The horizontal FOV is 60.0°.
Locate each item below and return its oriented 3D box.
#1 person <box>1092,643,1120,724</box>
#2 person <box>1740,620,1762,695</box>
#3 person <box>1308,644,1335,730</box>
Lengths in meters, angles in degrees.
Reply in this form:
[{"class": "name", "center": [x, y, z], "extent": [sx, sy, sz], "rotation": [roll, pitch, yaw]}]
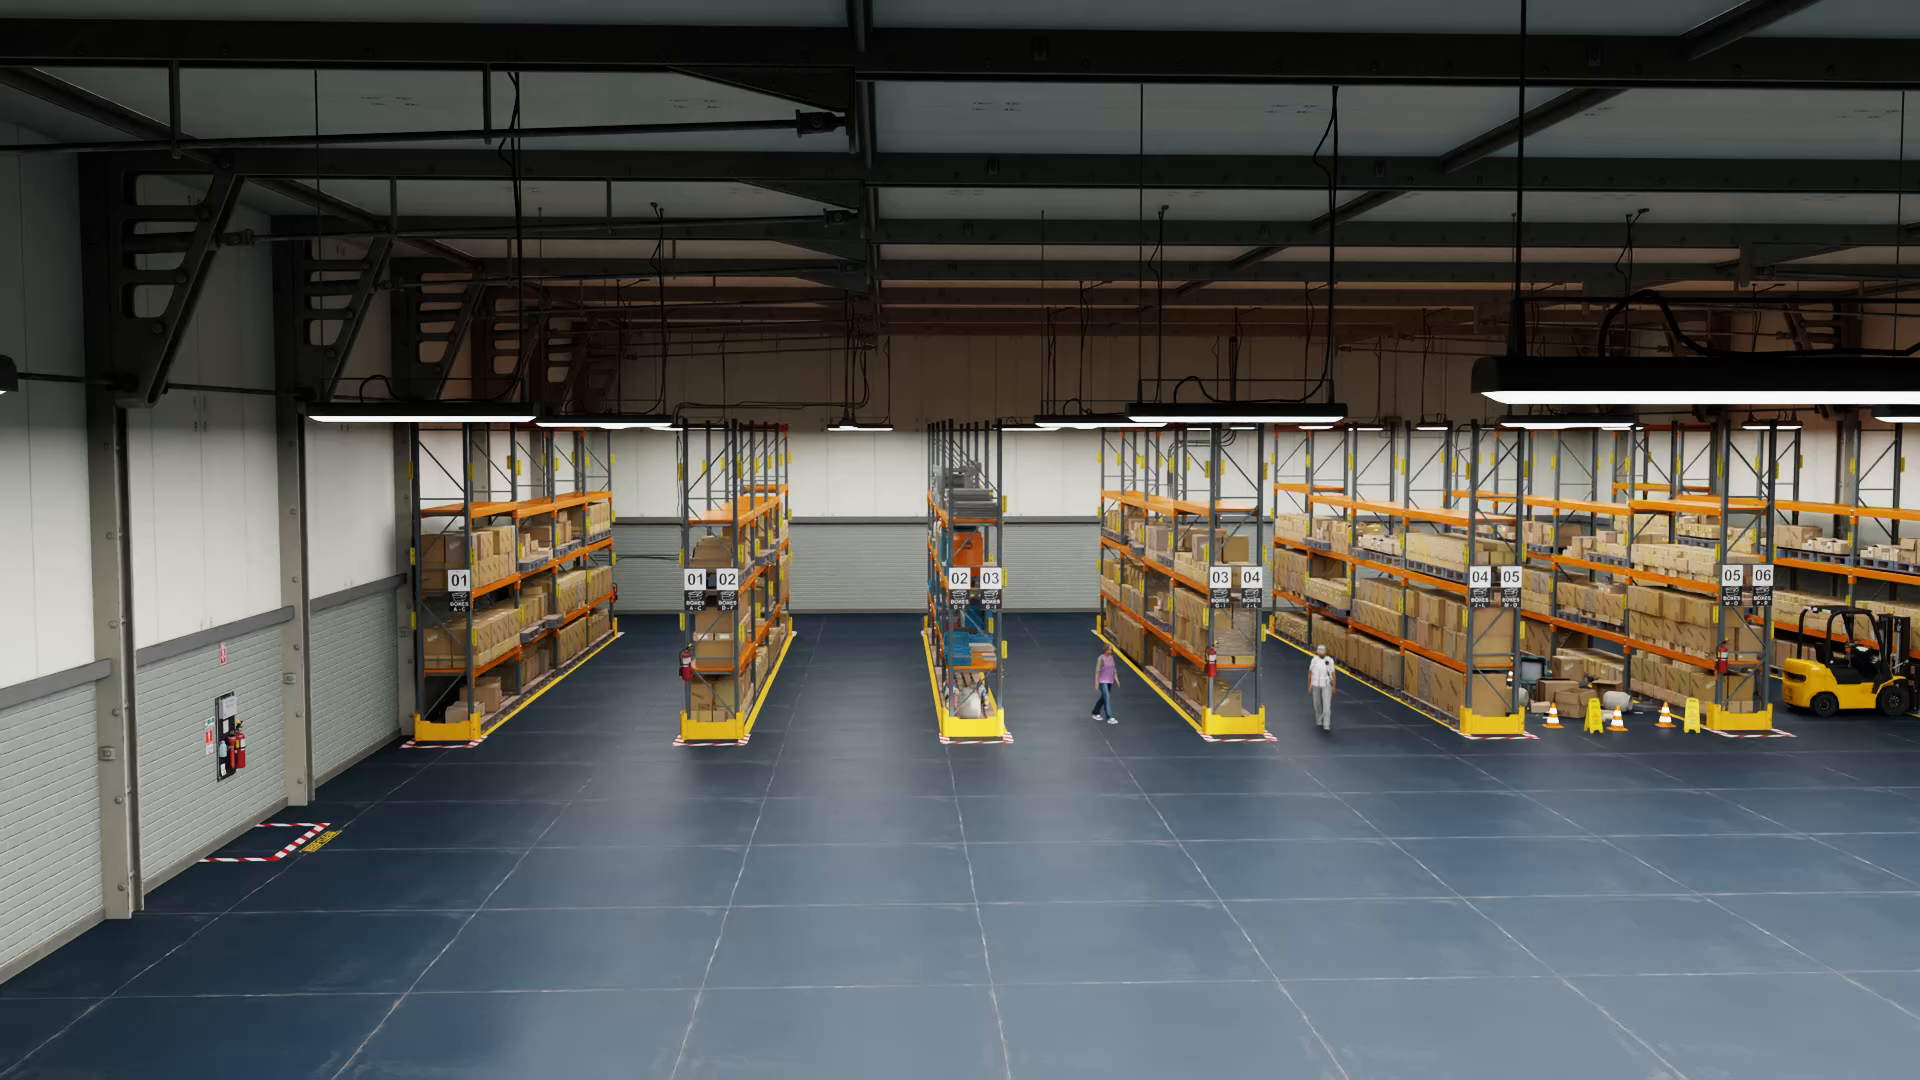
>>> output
[{"class": "person", "center": [2.907, 2.883, 32.886], "extent": [0.462, 1.445, 0.844], "rotation": [-4, 5, -45]}, {"class": "person", "center": [17.334, 2.600, 36.351], "extent": [0.450, 1.705, 0.595], "rotation": [-1, 4, -8]}, {"class": "person", "center": [7.039, 2.843, 32.298], "extent": [0.532, 1.642, 0.825], "rotation": [2, 4, 30]}]
